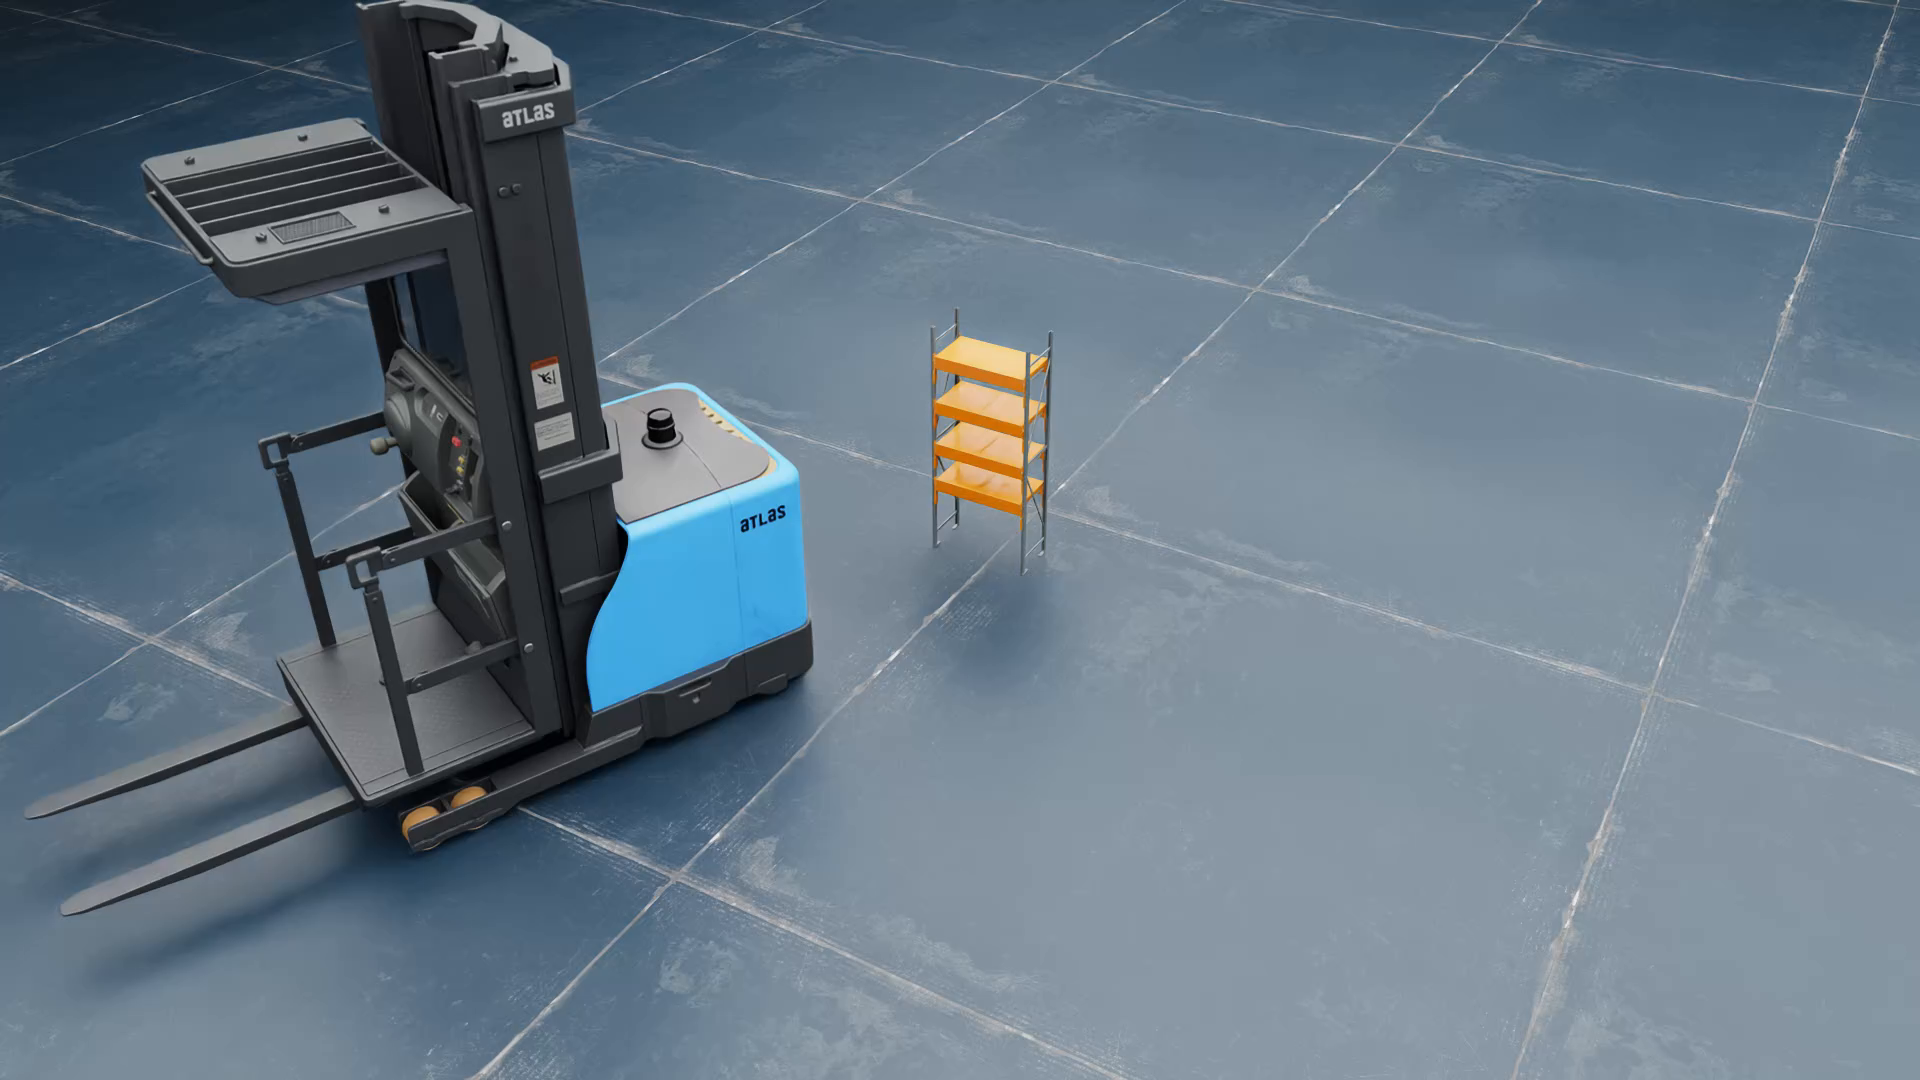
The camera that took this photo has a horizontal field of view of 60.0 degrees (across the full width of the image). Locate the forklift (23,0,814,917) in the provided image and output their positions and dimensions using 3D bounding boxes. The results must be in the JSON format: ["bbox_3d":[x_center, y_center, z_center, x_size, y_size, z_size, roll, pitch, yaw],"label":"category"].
[{"bbox_3d":[-2.134,-0.352,6.134,3.031,2.935,1.130,-22,39,-29],"label":"forklift"}]

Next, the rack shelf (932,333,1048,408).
[{"bbox_3d":[0.144,-0.781,7.631,0.480,0.148,0.258,18,37,24],"label":"rack shelf"}]

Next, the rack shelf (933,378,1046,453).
[{"bbox_3d":[0.144,-0.584,7.762,0.480,0.148,0.258,18,37,24],"label":"rack shelf"}]

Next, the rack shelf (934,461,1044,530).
[{"bbox_3d":[0.144,-0.233,7.996,0.480,0.148,0.258,18,37,24],"label":"rack shelf"}]

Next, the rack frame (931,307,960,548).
[{"bbox_3d":[-0.068,-0.521,7.950,0.015,1.200,0.240,18,37,24],"label":"rack frame"}]

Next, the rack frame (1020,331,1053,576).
[{"bbox_3d":[0.356,-0.387,7.748,0.015,1.200,0.240,18,37,24],"label":"rack frame"}]

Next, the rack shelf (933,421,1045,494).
[{"bbox_3d":[0.144,-0.398,7.886,0.480,0.148,0.258,18,37,24],"label":"rack shelf"}]

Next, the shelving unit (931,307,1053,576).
[{"bbox_3d":[0.144,-0.454,7.849,0.503,1.200,0.258,18,37,24],"label":"shelving unit"}]
